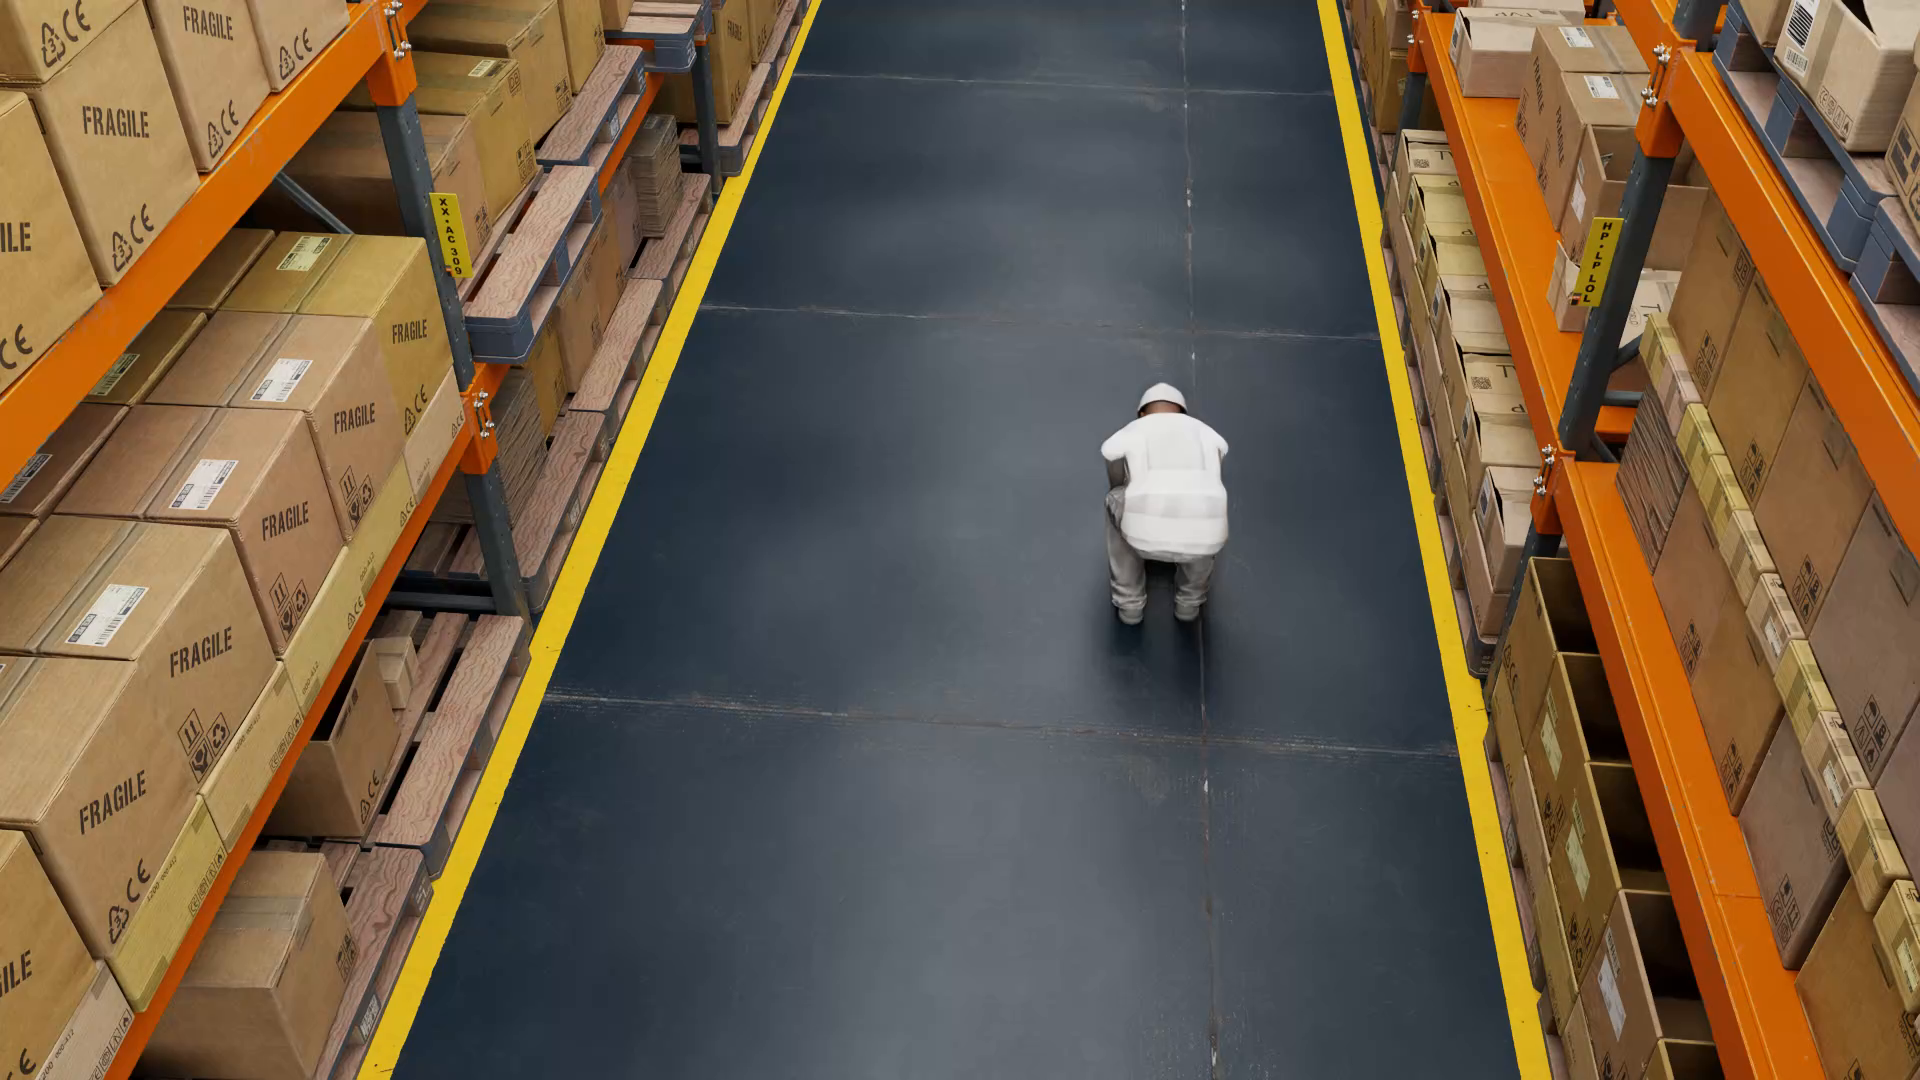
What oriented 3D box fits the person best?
[{"bbox_3d":[0.857,-0.126,7.069,0.537,0.833,0.989,2,40,3],"label":"person"}]
